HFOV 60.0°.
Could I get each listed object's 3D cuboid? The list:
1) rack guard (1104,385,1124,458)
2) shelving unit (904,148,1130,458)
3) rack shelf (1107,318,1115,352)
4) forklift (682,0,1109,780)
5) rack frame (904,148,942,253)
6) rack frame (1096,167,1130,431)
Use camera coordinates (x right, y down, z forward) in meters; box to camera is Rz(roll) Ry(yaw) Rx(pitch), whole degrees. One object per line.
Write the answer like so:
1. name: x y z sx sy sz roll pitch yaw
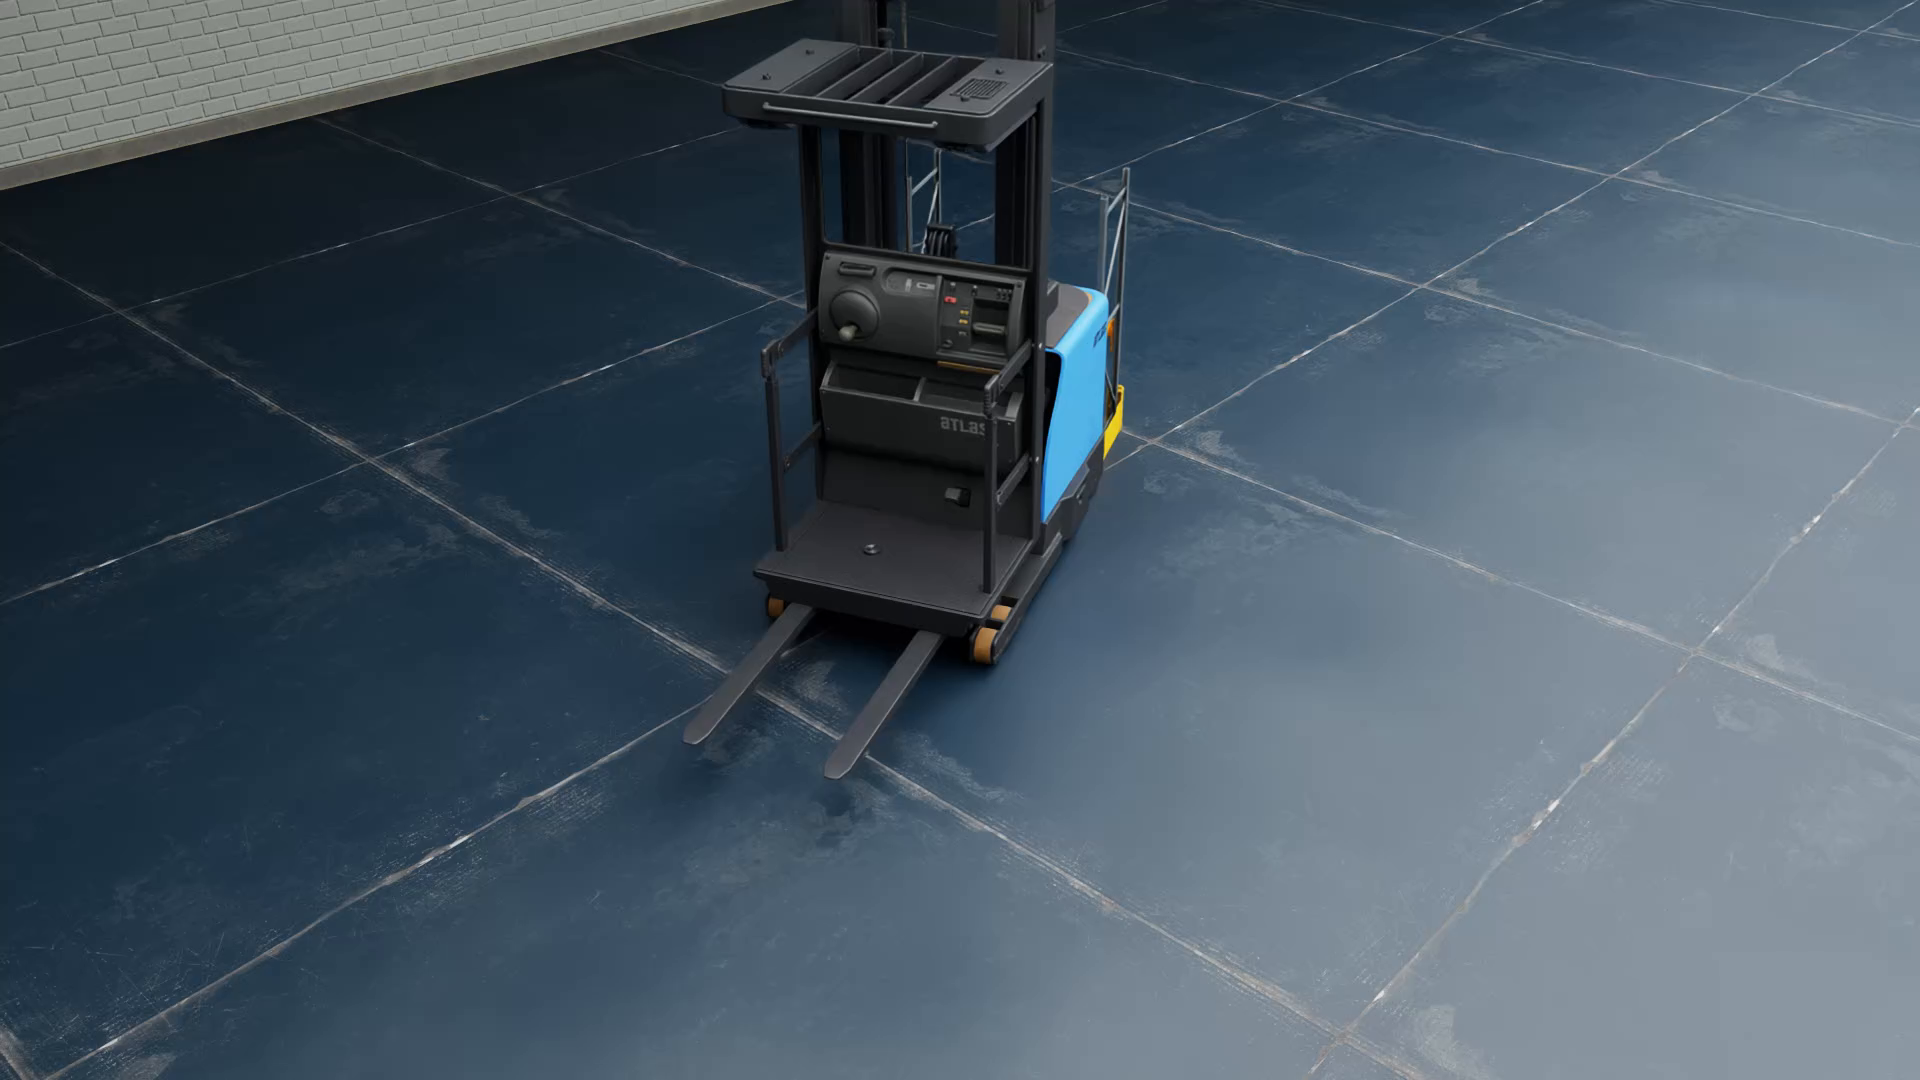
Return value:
1. rack guard: 0.775 -0.605 9.012 0.087 0.250 0.587 10 32 16
2. shelving unit: 0.303 -1.222 8.825 1.083 1.500 0.587 10 32 16
3. rack shelf: 0.294 -1.069 8.920 1.000 0.185 0.538 10 32 16
4. forklift: -0.245 -0.947 6.981 1.130 2.935 3.031 11 33 18
5. rack frame: -0.188 -1.306 8.965 0.032 1.500 0.500 10 32 16
6. rack frame: 0.777 -1.140 8.690 0.032 1.500 0.500 10 32 16
